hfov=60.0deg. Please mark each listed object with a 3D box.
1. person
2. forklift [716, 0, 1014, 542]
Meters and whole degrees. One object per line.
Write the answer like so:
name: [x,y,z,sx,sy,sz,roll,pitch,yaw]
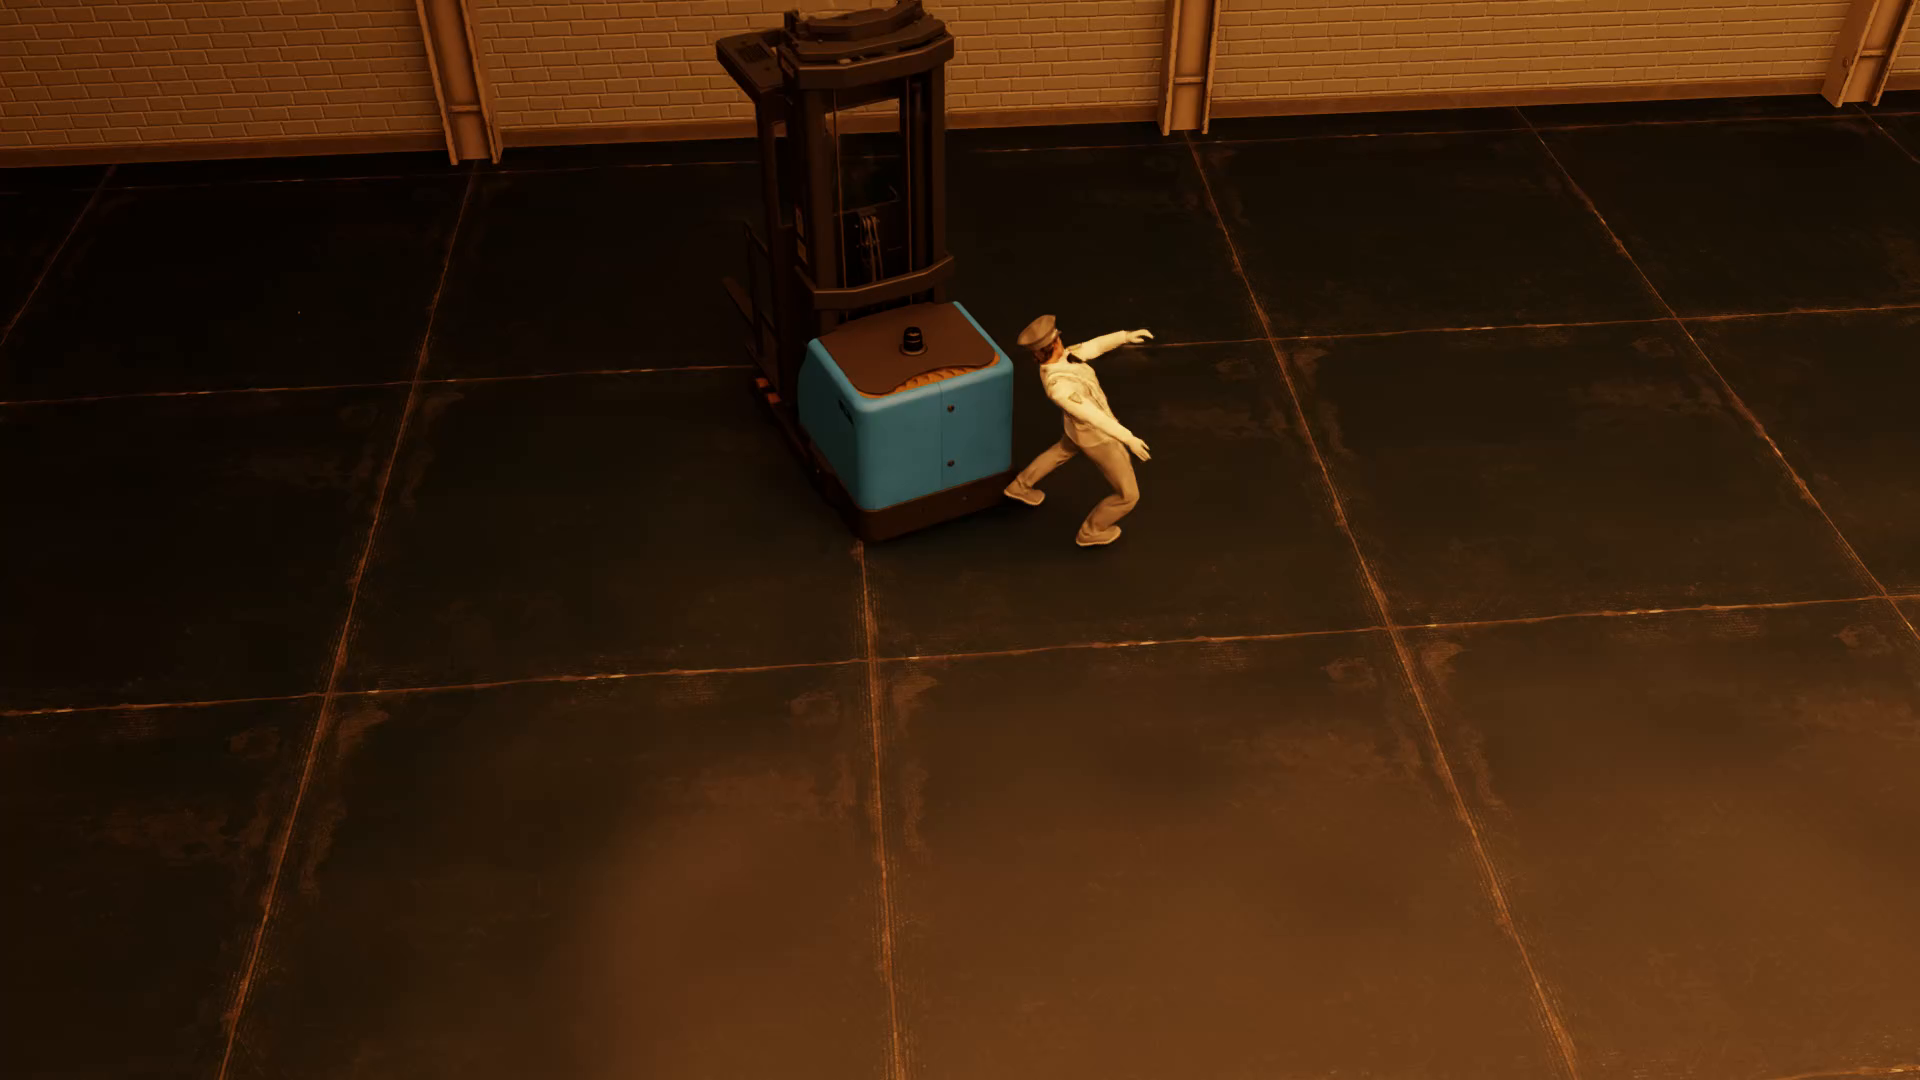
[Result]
person: [0.776,-0.575,9.702,0.742,1.447,0.951,-15,43,-17]
forklift: [-0.766,-2.057,10.343,1.130,2.935,3.031,-18,44,-19]
